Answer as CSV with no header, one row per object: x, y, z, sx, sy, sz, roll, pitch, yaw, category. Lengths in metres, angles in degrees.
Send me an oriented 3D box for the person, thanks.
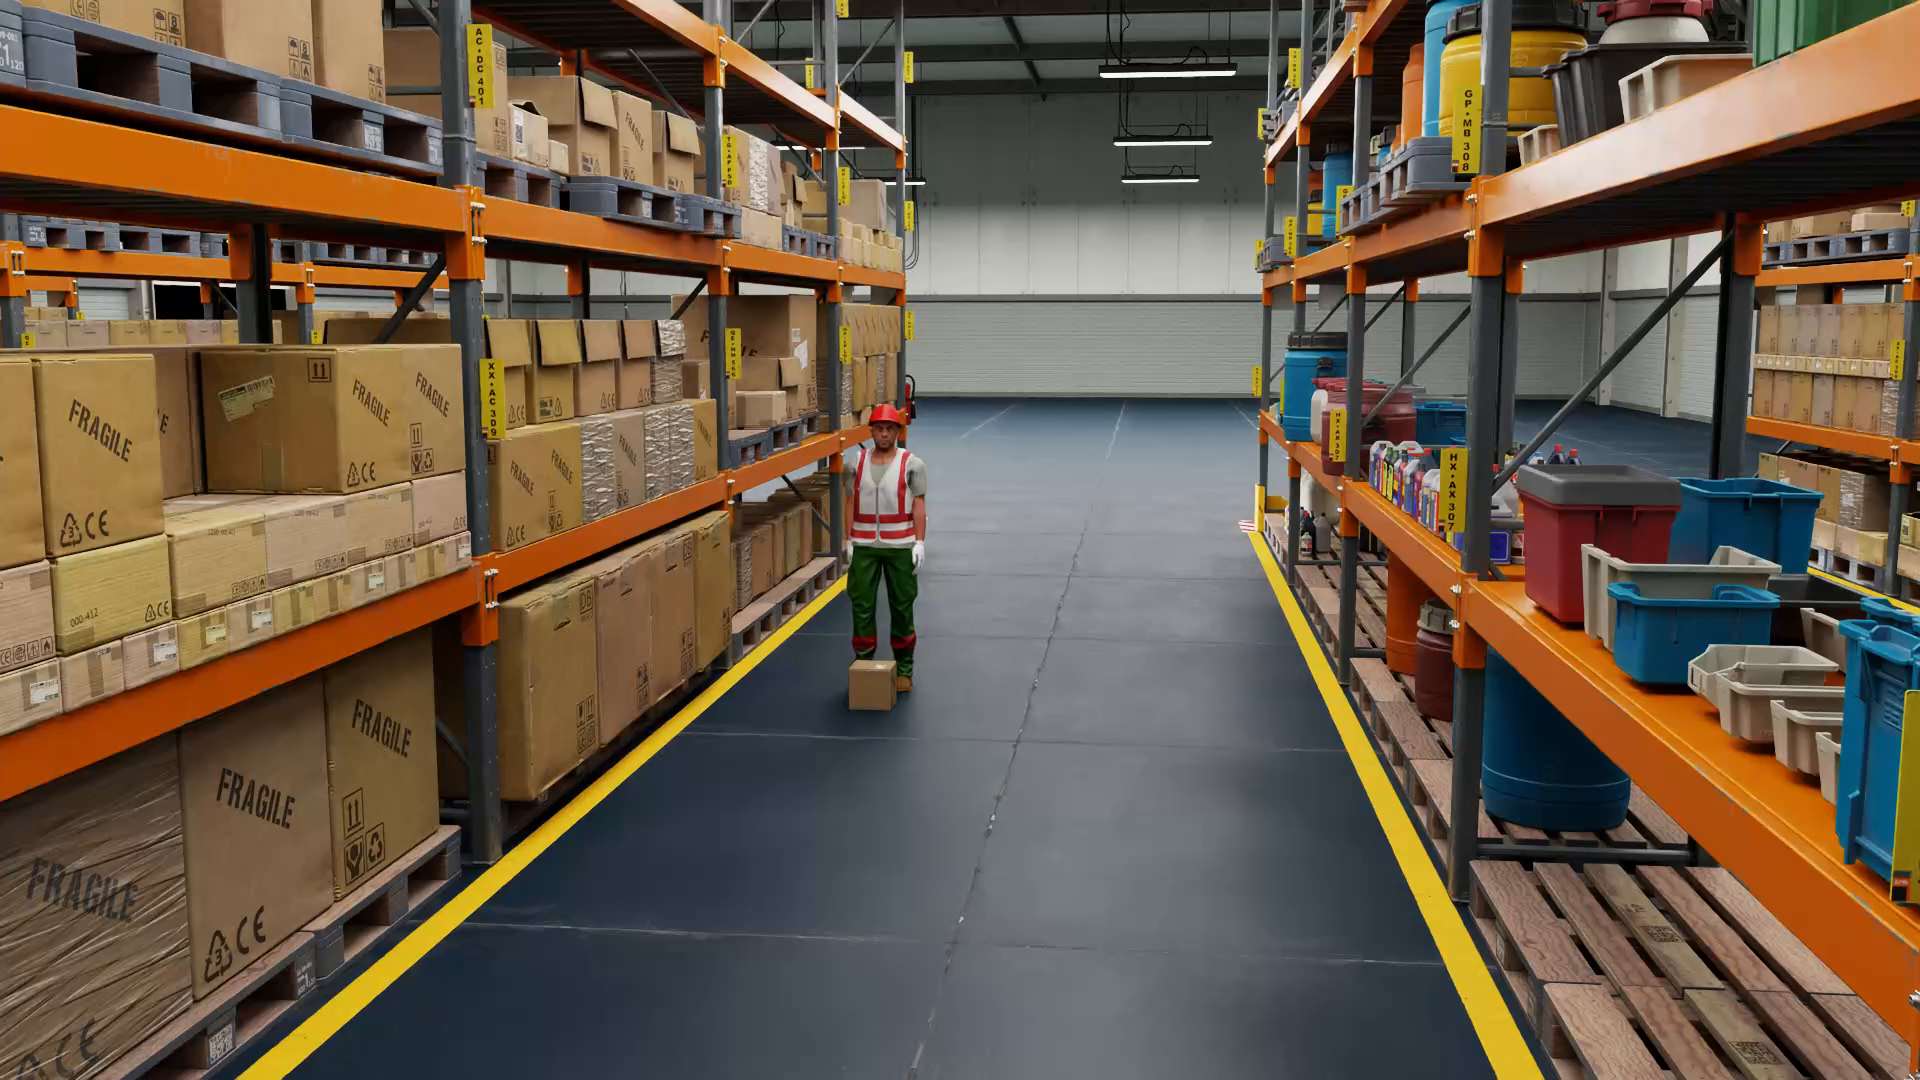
-0.471,0.052,10.321,0.522,1.790,0.356,1,8,7,person
